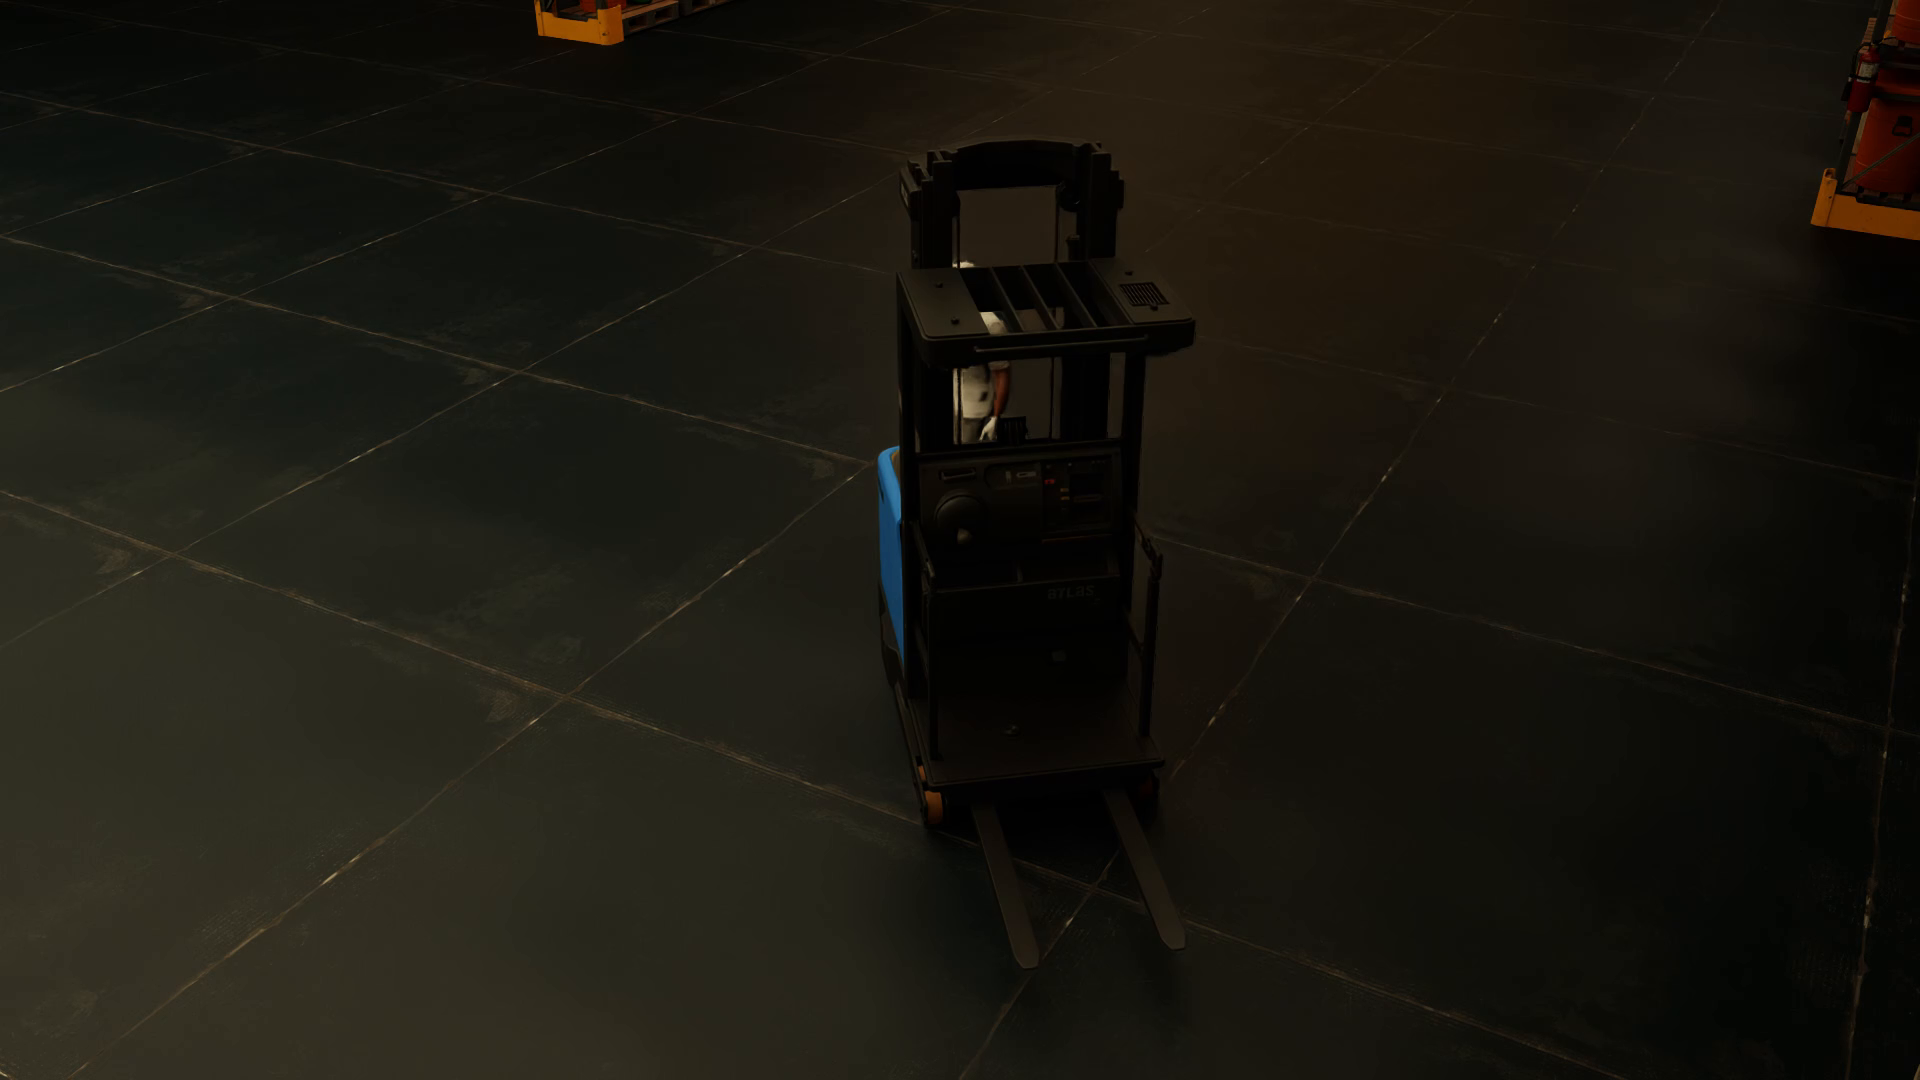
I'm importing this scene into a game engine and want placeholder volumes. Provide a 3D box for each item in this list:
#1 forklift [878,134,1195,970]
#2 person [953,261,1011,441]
[{"bbox_3d":[0.318,-0.145,7.322,1.130,2.935,3.031,-5,30,-9],"label":"forklift"},{"bbox_3d":[-0.065,-0.712,9.476,0.681,1.771,0.565,17,34,27],"label":"person"}]
